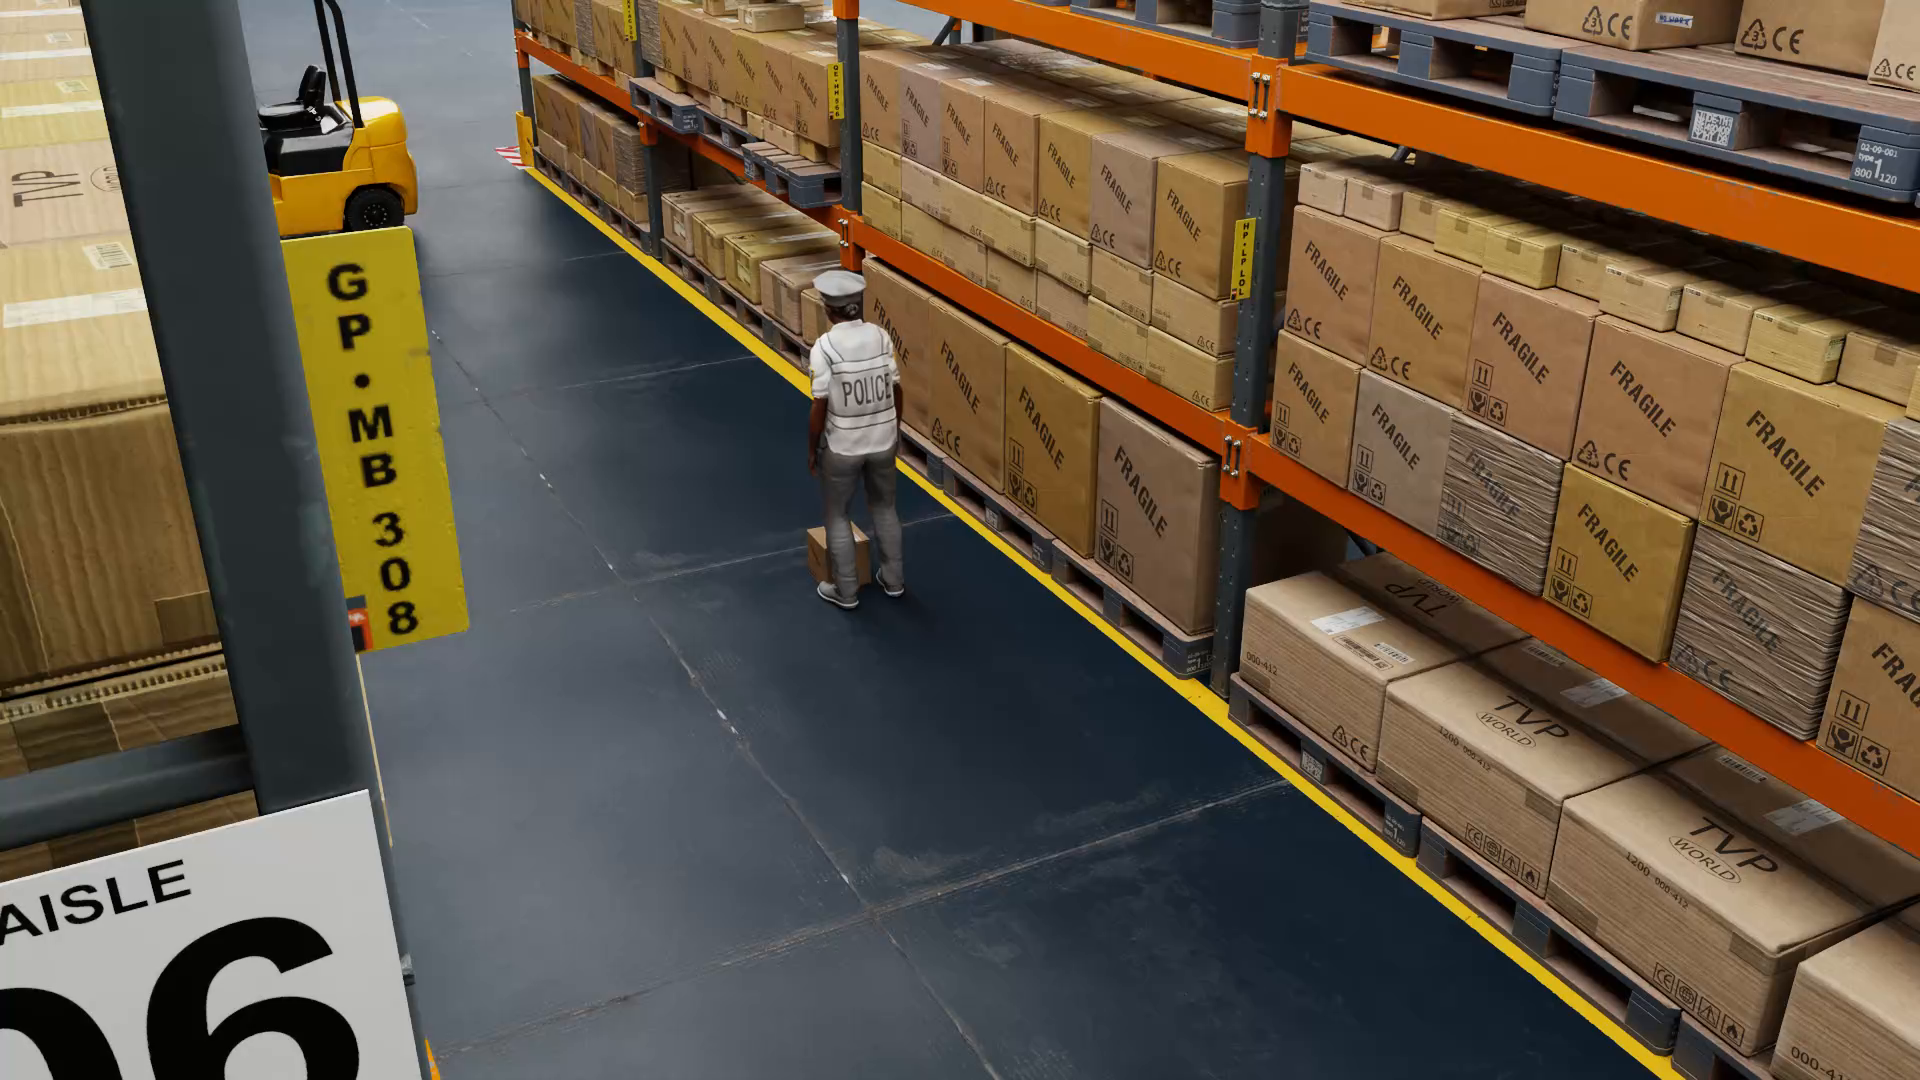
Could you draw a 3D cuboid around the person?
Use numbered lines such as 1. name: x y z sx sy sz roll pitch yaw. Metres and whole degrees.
1. person: -0.502 -0.464 8.078 0.512 1.657 0.399 -13 29 -25
